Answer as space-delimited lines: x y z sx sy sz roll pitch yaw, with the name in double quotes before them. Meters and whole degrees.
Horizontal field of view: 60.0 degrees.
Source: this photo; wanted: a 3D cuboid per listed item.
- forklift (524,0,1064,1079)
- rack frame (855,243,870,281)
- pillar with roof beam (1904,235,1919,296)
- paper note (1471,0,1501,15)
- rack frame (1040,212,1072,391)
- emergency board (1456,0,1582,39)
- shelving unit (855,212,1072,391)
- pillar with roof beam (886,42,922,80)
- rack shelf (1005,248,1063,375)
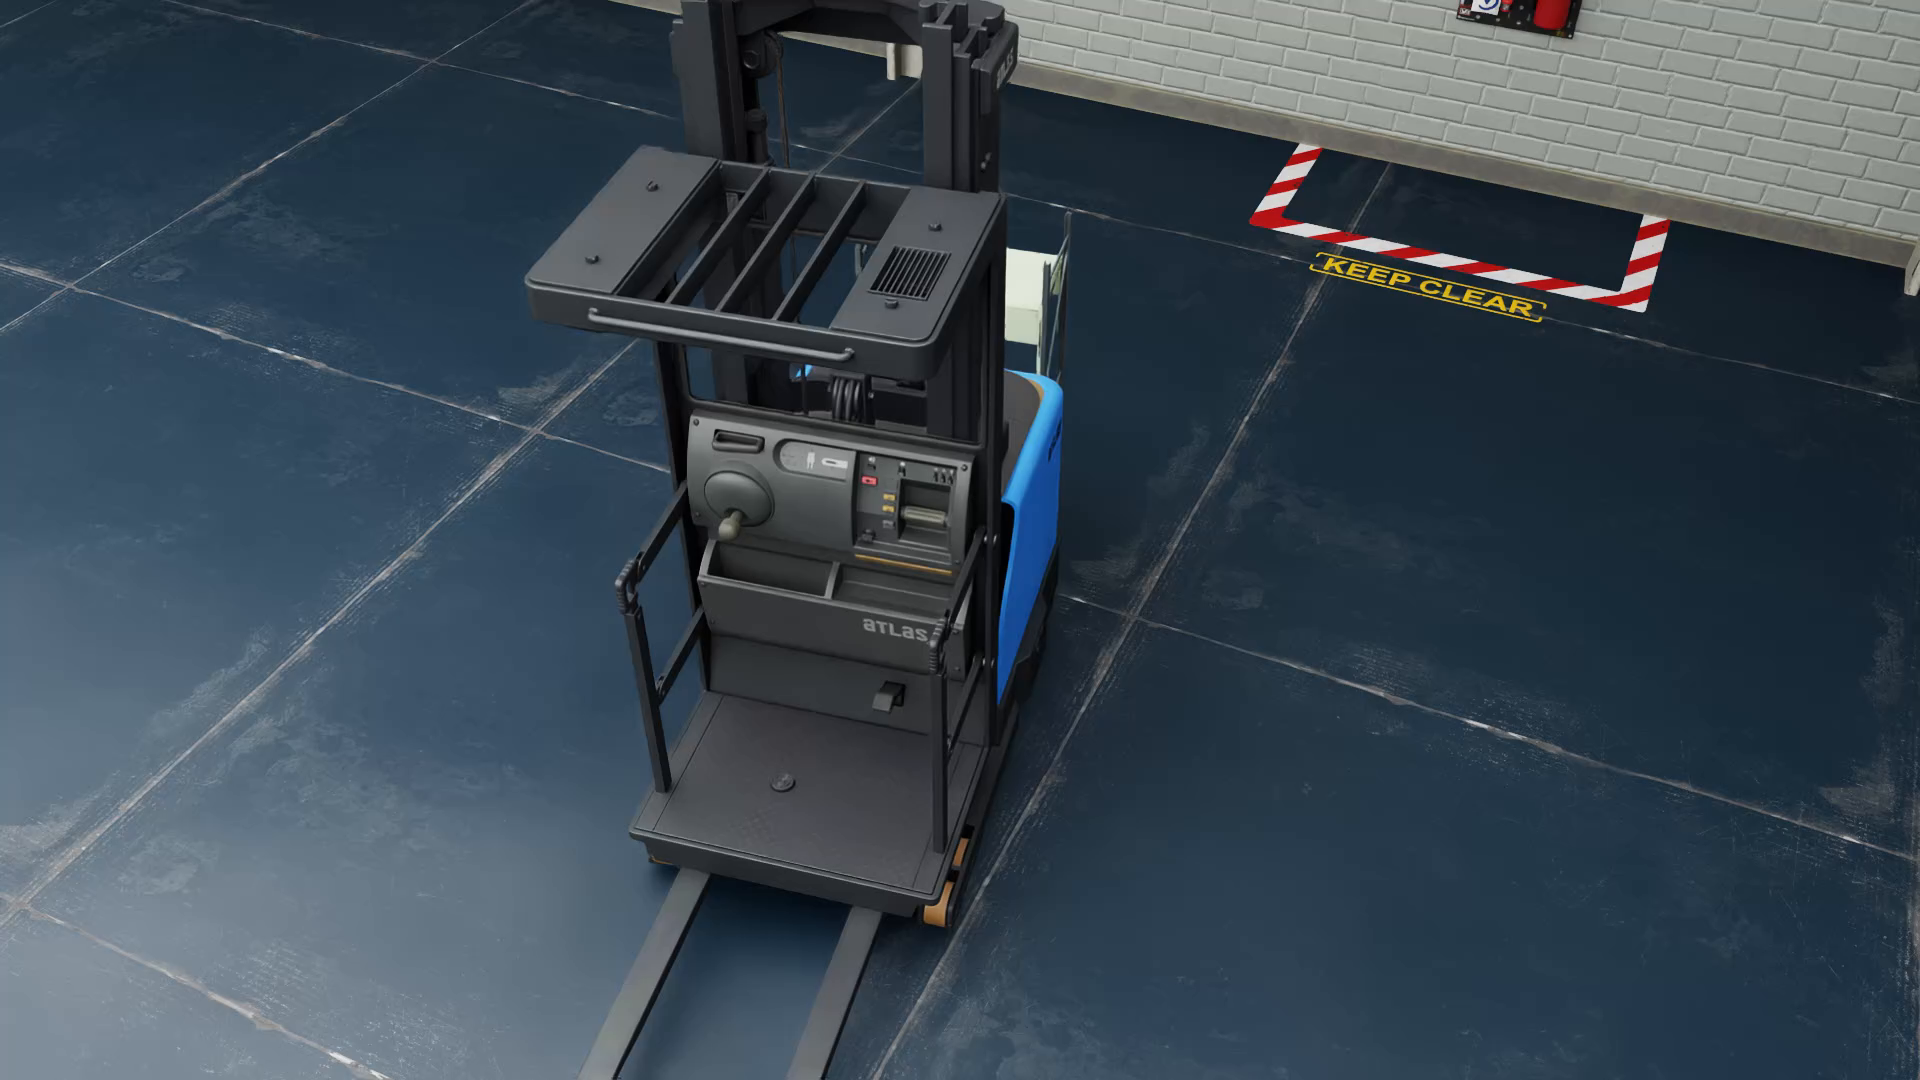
"forklift" -0.472 -0.068 5.091 1.130 2.935 3.031 10 42 11
"rack frame" -0.338 -0.701 6.911 0.023 1.500 0.400 10 42 11
"pillar with roof beam" 3.392 -2.179 2.893 0.400 9.000 9.100 17 44 19
"paper note" 2.858 -2.931 9.014 0.142 0.148 0.016 17 44 19
"rack frame" 0.369 -0.574 6.766 0.023 1.500 0.400 10 42 11
"emergency board" 2.989 -3.174 8.622 0.643 1.169 0.194 17 44 19
"shelving unit" 0.016 -0.637 6.838 0.755 1.500 0.431 10 42 11
"pillar with roof beam" -2.045 -3.840 4.810 0.400 9.000 9.100 17 44 19
"rack shelf" 0.017 -0.933 6.583 0.720 0.370 0.431 10 42 11
